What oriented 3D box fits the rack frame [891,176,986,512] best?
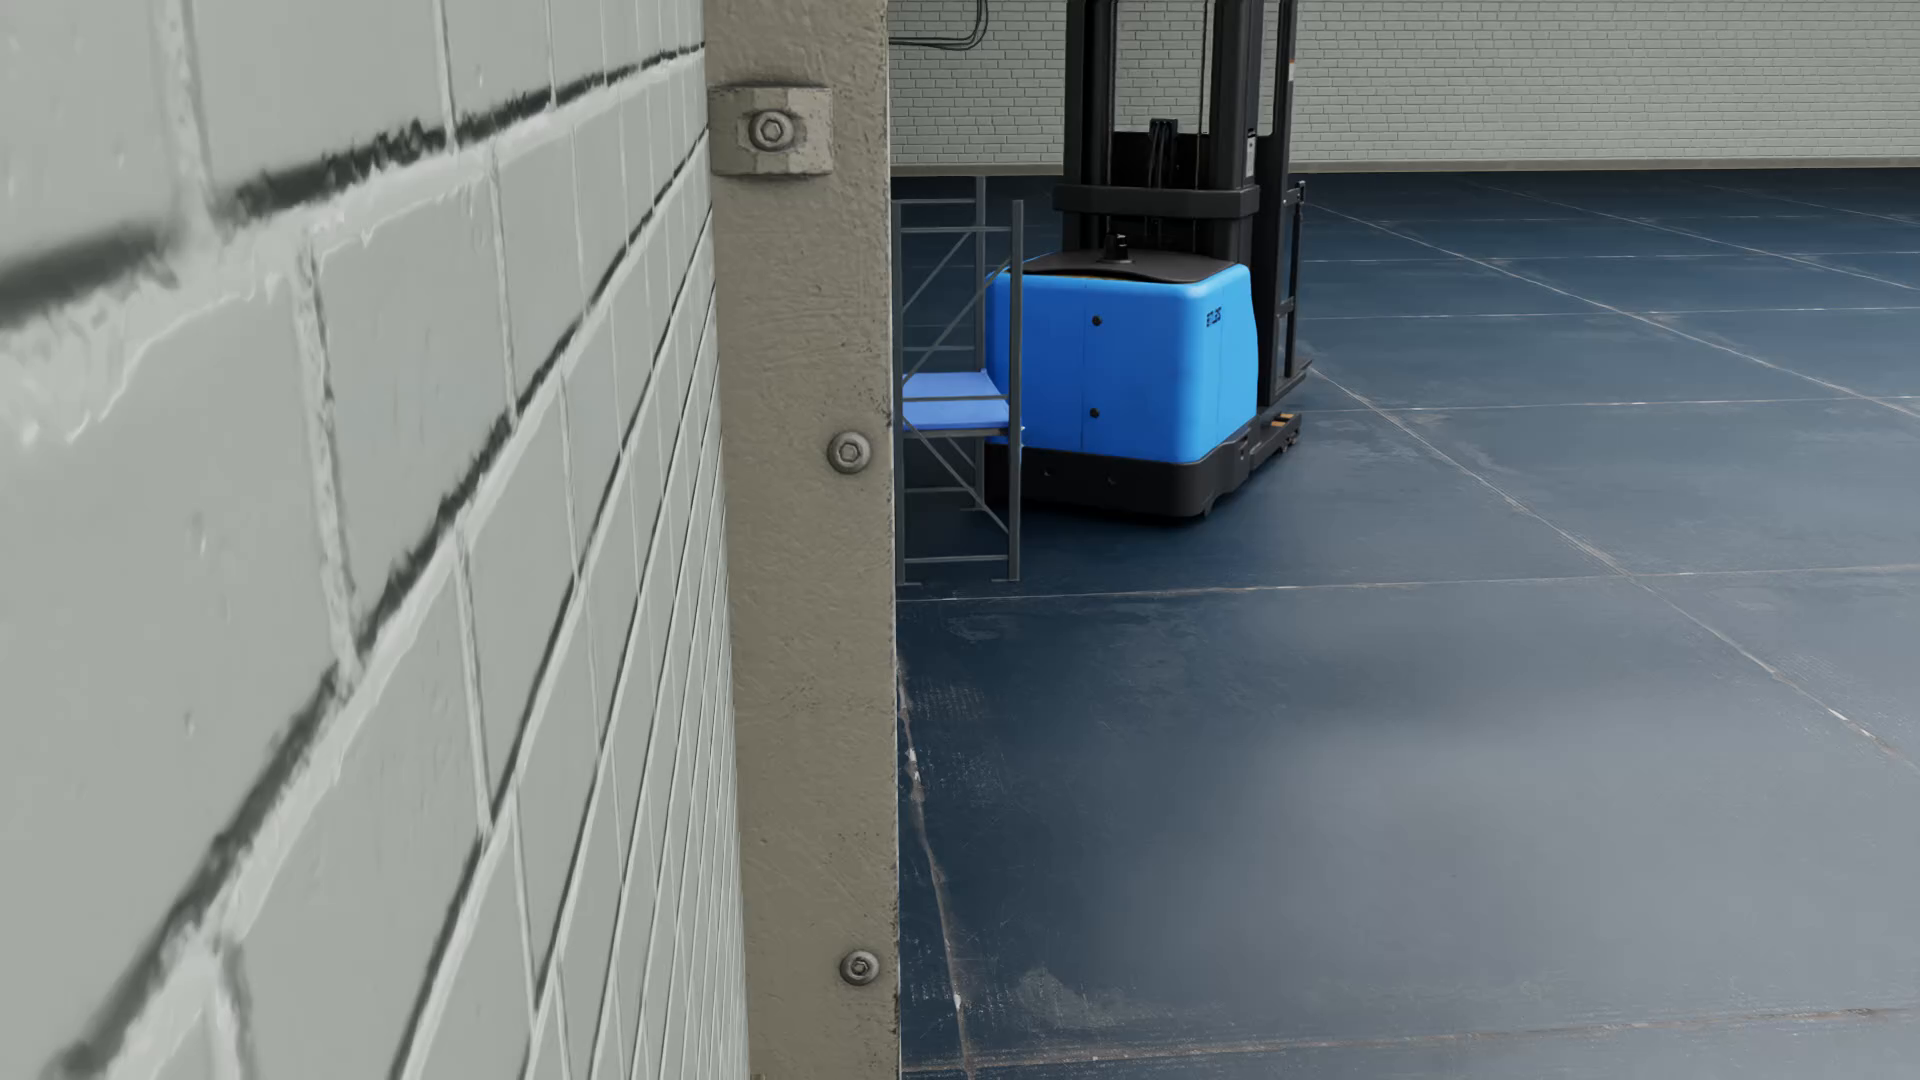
[{"bbox_3d":[-0.140,-0.843,7.358,0.500,1.500,0.032,-2,18,-7],"label":"rack frame"}]

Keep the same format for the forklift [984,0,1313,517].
[{"bbox_3d":[1.158,-1.896,8.324,1.130,2.935,3.031,8,19,23],"label":"forklift"}]

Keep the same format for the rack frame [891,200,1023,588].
[{"bbox_3d":[-0.014,-0.541,6.396,0.500,1.500,0.032,-2,18,-7],"label":"rack frame"}]

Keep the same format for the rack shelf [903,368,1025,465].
[{"bbox_3d":[-0.077,-0.520,6.931,0.538,0.185,1.000,-2,18,-7],"label":"rack shelf"}]

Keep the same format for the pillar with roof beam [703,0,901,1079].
[{"bbox_3d":[3.990,-3.285,2.618,9.100,9.000,0.400,-2,18,-6],"label":"pillar with roof beam"}]

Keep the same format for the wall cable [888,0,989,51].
[{"bbox_3d":[-1.137,-7.952,22.668,3.097,2.526,0.112,-2,18,-6],"label":"wall cable"}]

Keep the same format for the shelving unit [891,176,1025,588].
[{"bbox_3d":[-0.077,-0.692,6.877,0.538,1.500,1.048,-2,18,-7],"label":"shelving unit"}]
